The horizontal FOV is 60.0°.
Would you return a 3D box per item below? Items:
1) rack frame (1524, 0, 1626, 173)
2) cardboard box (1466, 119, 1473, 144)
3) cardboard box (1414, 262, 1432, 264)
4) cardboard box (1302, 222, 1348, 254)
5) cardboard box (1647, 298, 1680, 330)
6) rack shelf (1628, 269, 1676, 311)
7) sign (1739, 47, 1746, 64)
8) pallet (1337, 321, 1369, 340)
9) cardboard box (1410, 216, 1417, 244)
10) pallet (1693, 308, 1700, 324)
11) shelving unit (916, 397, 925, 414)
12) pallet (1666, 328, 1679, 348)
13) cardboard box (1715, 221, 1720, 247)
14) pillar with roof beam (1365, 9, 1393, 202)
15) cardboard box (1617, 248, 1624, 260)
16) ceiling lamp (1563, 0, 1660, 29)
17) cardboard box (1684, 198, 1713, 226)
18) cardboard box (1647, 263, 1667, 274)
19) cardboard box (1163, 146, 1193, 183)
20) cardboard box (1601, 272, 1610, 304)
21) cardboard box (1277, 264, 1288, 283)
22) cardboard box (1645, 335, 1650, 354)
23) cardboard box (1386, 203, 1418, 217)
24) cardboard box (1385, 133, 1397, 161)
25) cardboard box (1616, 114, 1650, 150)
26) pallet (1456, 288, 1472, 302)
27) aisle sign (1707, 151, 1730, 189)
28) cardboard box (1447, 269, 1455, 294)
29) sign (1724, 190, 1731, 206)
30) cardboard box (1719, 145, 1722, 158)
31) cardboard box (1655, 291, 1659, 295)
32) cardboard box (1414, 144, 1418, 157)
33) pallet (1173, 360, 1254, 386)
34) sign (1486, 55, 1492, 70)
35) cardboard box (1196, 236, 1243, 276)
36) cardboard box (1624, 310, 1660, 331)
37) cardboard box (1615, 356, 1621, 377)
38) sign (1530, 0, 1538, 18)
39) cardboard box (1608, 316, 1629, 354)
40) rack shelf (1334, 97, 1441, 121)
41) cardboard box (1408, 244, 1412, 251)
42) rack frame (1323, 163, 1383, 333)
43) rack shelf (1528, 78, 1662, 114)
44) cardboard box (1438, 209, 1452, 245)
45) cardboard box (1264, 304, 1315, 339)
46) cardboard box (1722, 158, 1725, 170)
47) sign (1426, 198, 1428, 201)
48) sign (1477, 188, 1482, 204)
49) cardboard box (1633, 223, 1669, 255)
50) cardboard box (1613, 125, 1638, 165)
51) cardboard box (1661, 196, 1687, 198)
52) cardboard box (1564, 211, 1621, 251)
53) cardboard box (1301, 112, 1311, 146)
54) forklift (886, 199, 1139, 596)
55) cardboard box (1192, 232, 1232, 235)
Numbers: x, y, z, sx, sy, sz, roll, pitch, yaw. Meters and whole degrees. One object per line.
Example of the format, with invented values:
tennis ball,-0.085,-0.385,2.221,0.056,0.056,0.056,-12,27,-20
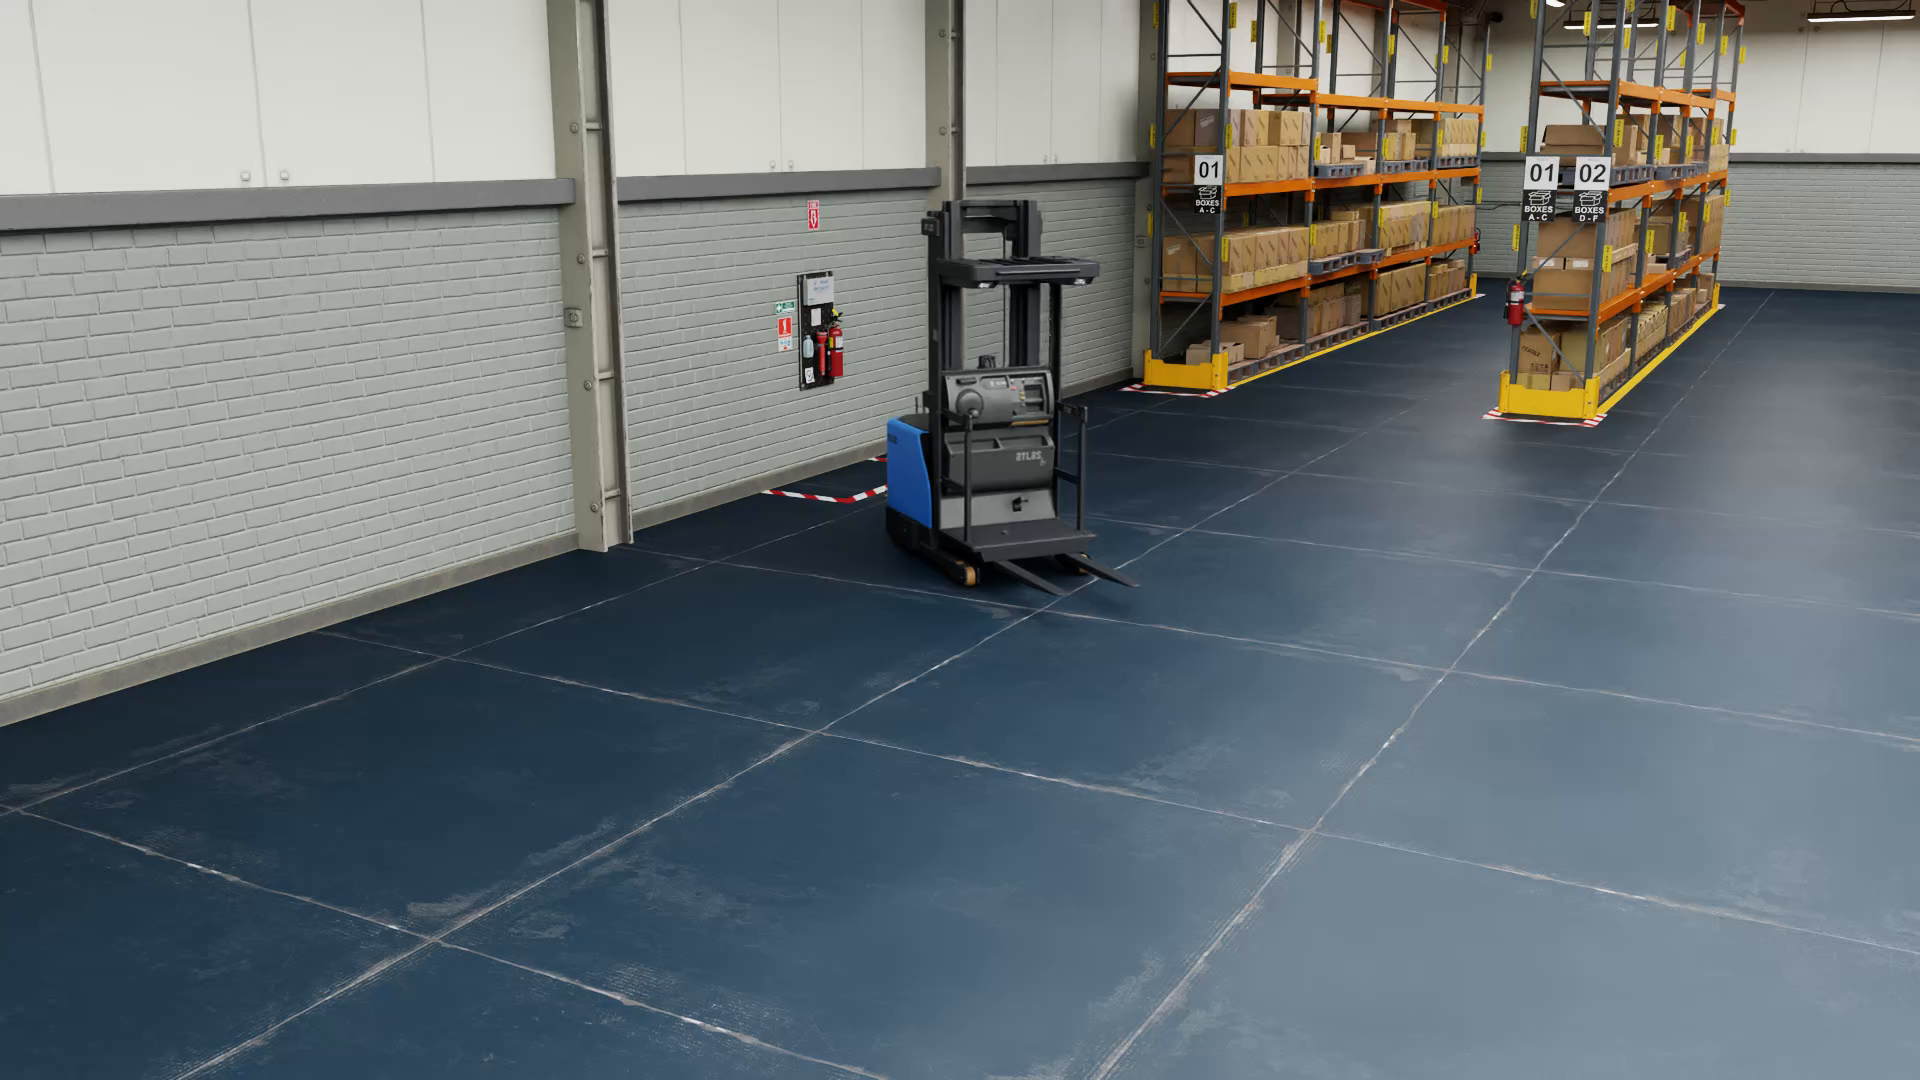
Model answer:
rack frame,7.497,-5.989,20.177,1.000,3.000,0.127,7,15,28
cardboard box,10.527,-8.636,35.166,0.500,0.500,0.500,8,16,30
cardboard box,9.794,-5.801,35.251,0.380,0.149,0.250,7,15,27
cardboard box,6.225,-5.181,28.474,0.700,0.500,0.500,7,15,28
cardboard box,12.083,-3.882,28.630,0.500,0.500,0.500,7,15,26
rack shelf,10.398,-3.954,26.070,1.077,0.370,4.000,7,15,28
sign,15.708,-9.736,33.387,0.100,0.325,0.005,7,15,28
pallet,6.647,-3.759,29.675,1.003,0.211,1.213,7,15,28
cardboard box,8.469,-5.967,31.994,0.500,0.500,0.500,7,15,28
pallet,13.631,-4.320,32.003,1.003,0.211,1.213,7,15,28
shelving unit,-0.248,-0.691,14.839,0.258,1.200,0.189,4,14,17
pallet,11.759,-3.507,28.632,1.003,0.211,1.213,7,15,28
cardboard box,15.006,-6.175,33.532,0.500,0.500,0.500,8,15,29
pillar with roof beam,12.310,-8.766,31.693,9.100,9.000,0.548,7,15,28
cardboard box,8.872,-3.917,22.784,0.380,0.149,0.250,8,16,30
ceiling lamp,14.402,-12.935,36.531,2.000,3.185,0.800,7,15,28
cardboard box,14.021,-6.240,31.671,0.500,0.500,0.500,7,15,26
cardboard box,11.172,-4.376,26.822,0.380,0.149,0.250,7,15,28
cardboard box,3.139,-5.264,23.313,0.500,0.500,0.500,9,16,32
cardboard box,8.229,-3.425,22.128,0.700,0.500,0.500,7,15,28
cardboard box,4.651,-4.053,25.223,0.500,0.250,0.500,7,15,28
cardboard box,10.339,-3.027,25.660,0.500,0.250,0.500,7,15,26
cardboard box,8.456,-6.330,31.897,0.500,0.250,0.500,8,16,29
cardboard box,7.700,-7.328,30.978,0.700,0.500,0.500,8,16,31
cardboard box,9.764,-5.970,24.319,0.500,0.500,0.500,8,15,29
pallet,10.576,-5.387,36.430,1.003,0.211,1.213,7,15,28
aisle sign,15.533,-7.599,34.105,0.394,0.787,0.004,7,15,28
cardboard box,10.159,-5.544,35.567,0.700,0.500,0.500,7,15,26
sign,15.708,-7.005,34.045,0.100,0.325,0.005,7,15,28
cardboard box,14.484,-7.542,32.268,0.500,0.250,0.500,7,15,28
cardboard box,12.355,-4.250,30.155,0.500,0.500,0.500,8,15,29
cardboard box,9.086,-7.900,33.714,0.500,0.250,0.500,8,15,29
pallet,3.620,-2.456,24.271,1.003,0.211,1.213,7,15,28
sign,11.362,-10.261,35.732,0.100,0.325,0.005,7,15,28
cardboard box,3.653,-3.999,23.397,0.500,0.500,0.500,7,15,28
cardboard box,10.835,-3.508,26.460,0.500,0.311,0.500,7,15,28
cardboard box,8.919,-2.435,23.206,0.500,0.250,0.500,7,15,28
sign,7.029,-6.546,20.325,0.100,0.325,0.005,7,15,28
cardboard box,9.146,-2.904,23.551,0.500,0.500,0.500,7,15,28
rack shelf,7.993,-8.057,31.143,1.077,0.370,4.000,7,15,28
cardboard box,8.526,-5.676,32.169,0.380,0.149,0.250,7,15,28
rack frame,7.027,-5.275,30.013,1.000,3.000,0.127,7,15,28
rack shelf,8.464,-5.856,22.010,1.077,0.370,4.000,7,15,28
cardboard box,9.594,-6.500,34.454,0.980,0.700,0.700,7,15,27
cardboard box,5.434,-3.606,27.484,0.700,0.500,0.500,8,16,30
cardboard box,14.963,-7.504,33.180,0.500,0.250,0.500,7,15,28
sign,10.411,-7.439,36.976,0.100,0.325,0.005,7,15,28
sign,11.362,-7.530,36.390,0.100,0.325,0.005,7,15,28
cardboard box,11.570,-5.109,28.216,0.700,0.500,0.500,2,14,9
cardboard box,8.539,-5.162,21.736,0.500,0.500,0.500,7,15,28
cardboard box,14.050,-6.515,32.809,0.500,0.500,0.500,7,15,28
cardboard box,8.494,-4.172,22.458,0.700,0.500,0.500,7,15,28
cardboard box,5.088,-6.323,25.572,0.500,0.500,0.500,6,15,23
forklift,0.405,-1.169,13.128,1.130,2.935,3.031,-6,15,-23
cardboard box,3.699,-4.264,24.499,0.500,0.500,0.500,7,15,27
